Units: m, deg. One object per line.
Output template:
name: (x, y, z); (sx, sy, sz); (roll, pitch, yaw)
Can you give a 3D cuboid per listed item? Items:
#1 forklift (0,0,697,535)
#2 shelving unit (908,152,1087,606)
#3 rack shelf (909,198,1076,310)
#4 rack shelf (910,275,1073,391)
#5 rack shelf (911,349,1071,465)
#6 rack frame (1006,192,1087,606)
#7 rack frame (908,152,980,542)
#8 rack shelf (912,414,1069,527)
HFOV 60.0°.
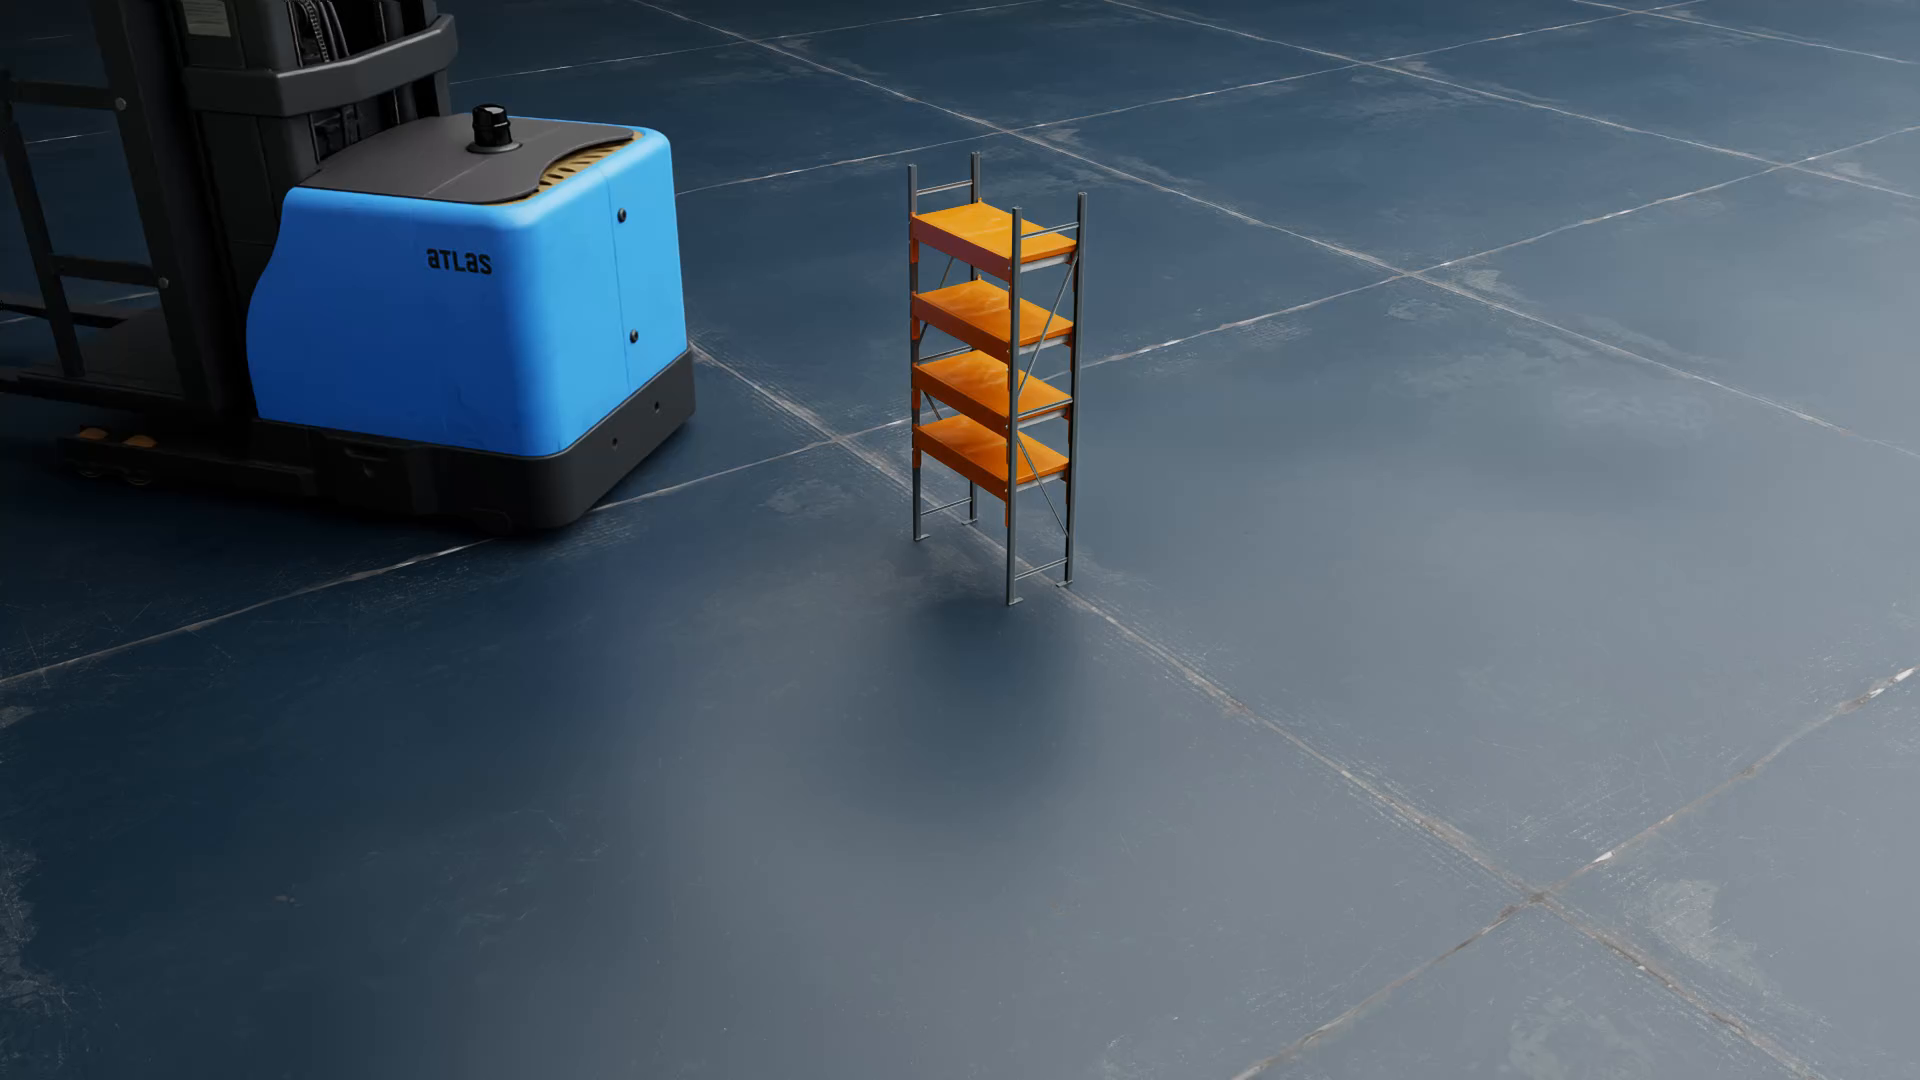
forklift: (-2.520, -1.701, 5.310); (3.031, 2.935, 1.130); (8, 30, 15)
shelving unit: (0.096, -0.463, 4.845); (0.258, 1.200, 0.503); (-19, 34, -31)
rack shelf: (0.096, -0.808, 4.658); (0.258, 0.148, 0.480); (-19, 34, -31)
rack shelf: (0.096, -0.600, 4.771); (0.258, 0.148, 0.480); (-19, 34, -31)
rack shelf: (0.096, -0.404, 4.877); (0.258, 0.148, 0.480); (-19, 34, -31)
rack frame: (0.238, -0.368, 4.670); (0.240, 1.200, 0.015); (-19, 34, -31)
rack frame: (-0.045, -0.558, 5.020); (0.240, 1.200, 0.015); (-19, 34, -31)
rack shelf: (0.096, -0.229, 4.972); (0.258, 0.148, 0.480); (-19, 34, -31)
